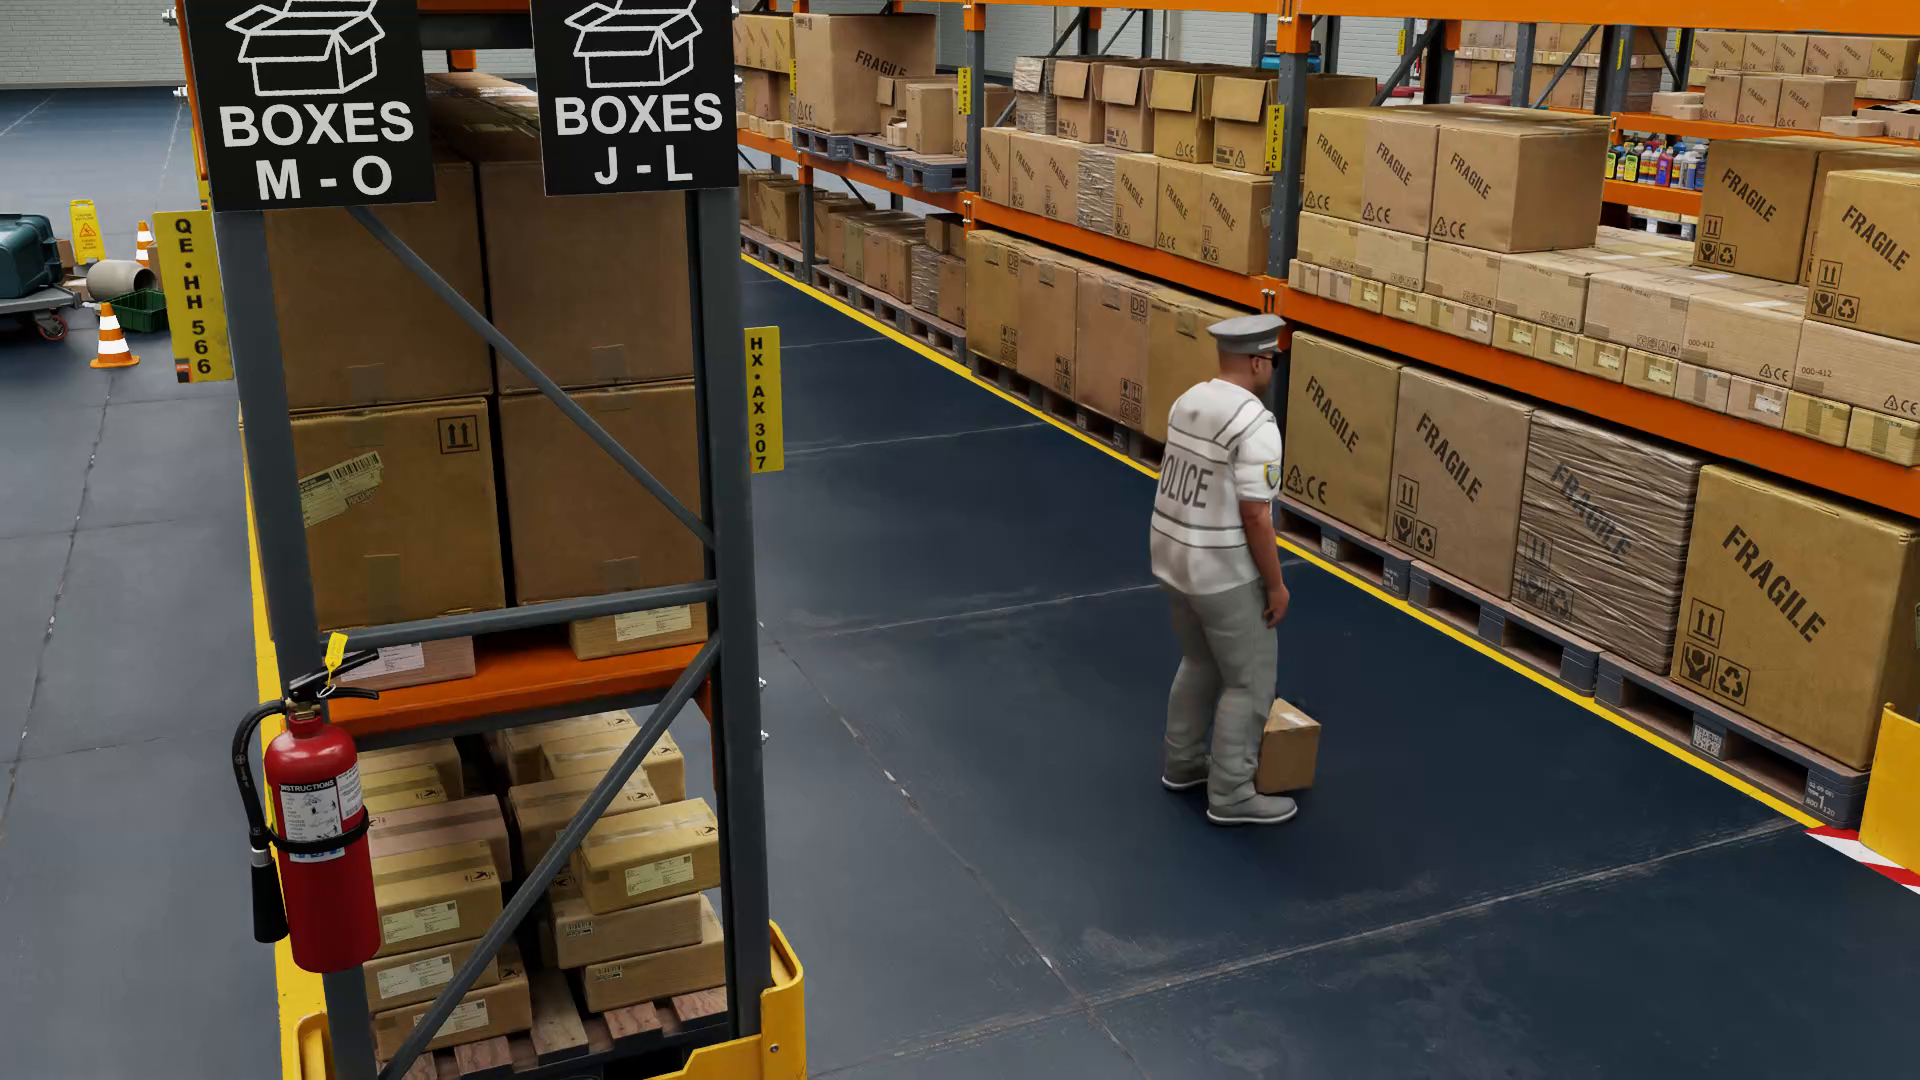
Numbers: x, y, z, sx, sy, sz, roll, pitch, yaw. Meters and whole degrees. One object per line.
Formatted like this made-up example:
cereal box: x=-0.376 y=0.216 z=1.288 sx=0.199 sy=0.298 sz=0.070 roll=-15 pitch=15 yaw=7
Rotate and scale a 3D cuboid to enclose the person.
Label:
person: x=0.895 y=0.103 z=5.747 sx=0.436 sy=1.746 sz=0.588 roll=-9 pitch=21 yaw=-24
